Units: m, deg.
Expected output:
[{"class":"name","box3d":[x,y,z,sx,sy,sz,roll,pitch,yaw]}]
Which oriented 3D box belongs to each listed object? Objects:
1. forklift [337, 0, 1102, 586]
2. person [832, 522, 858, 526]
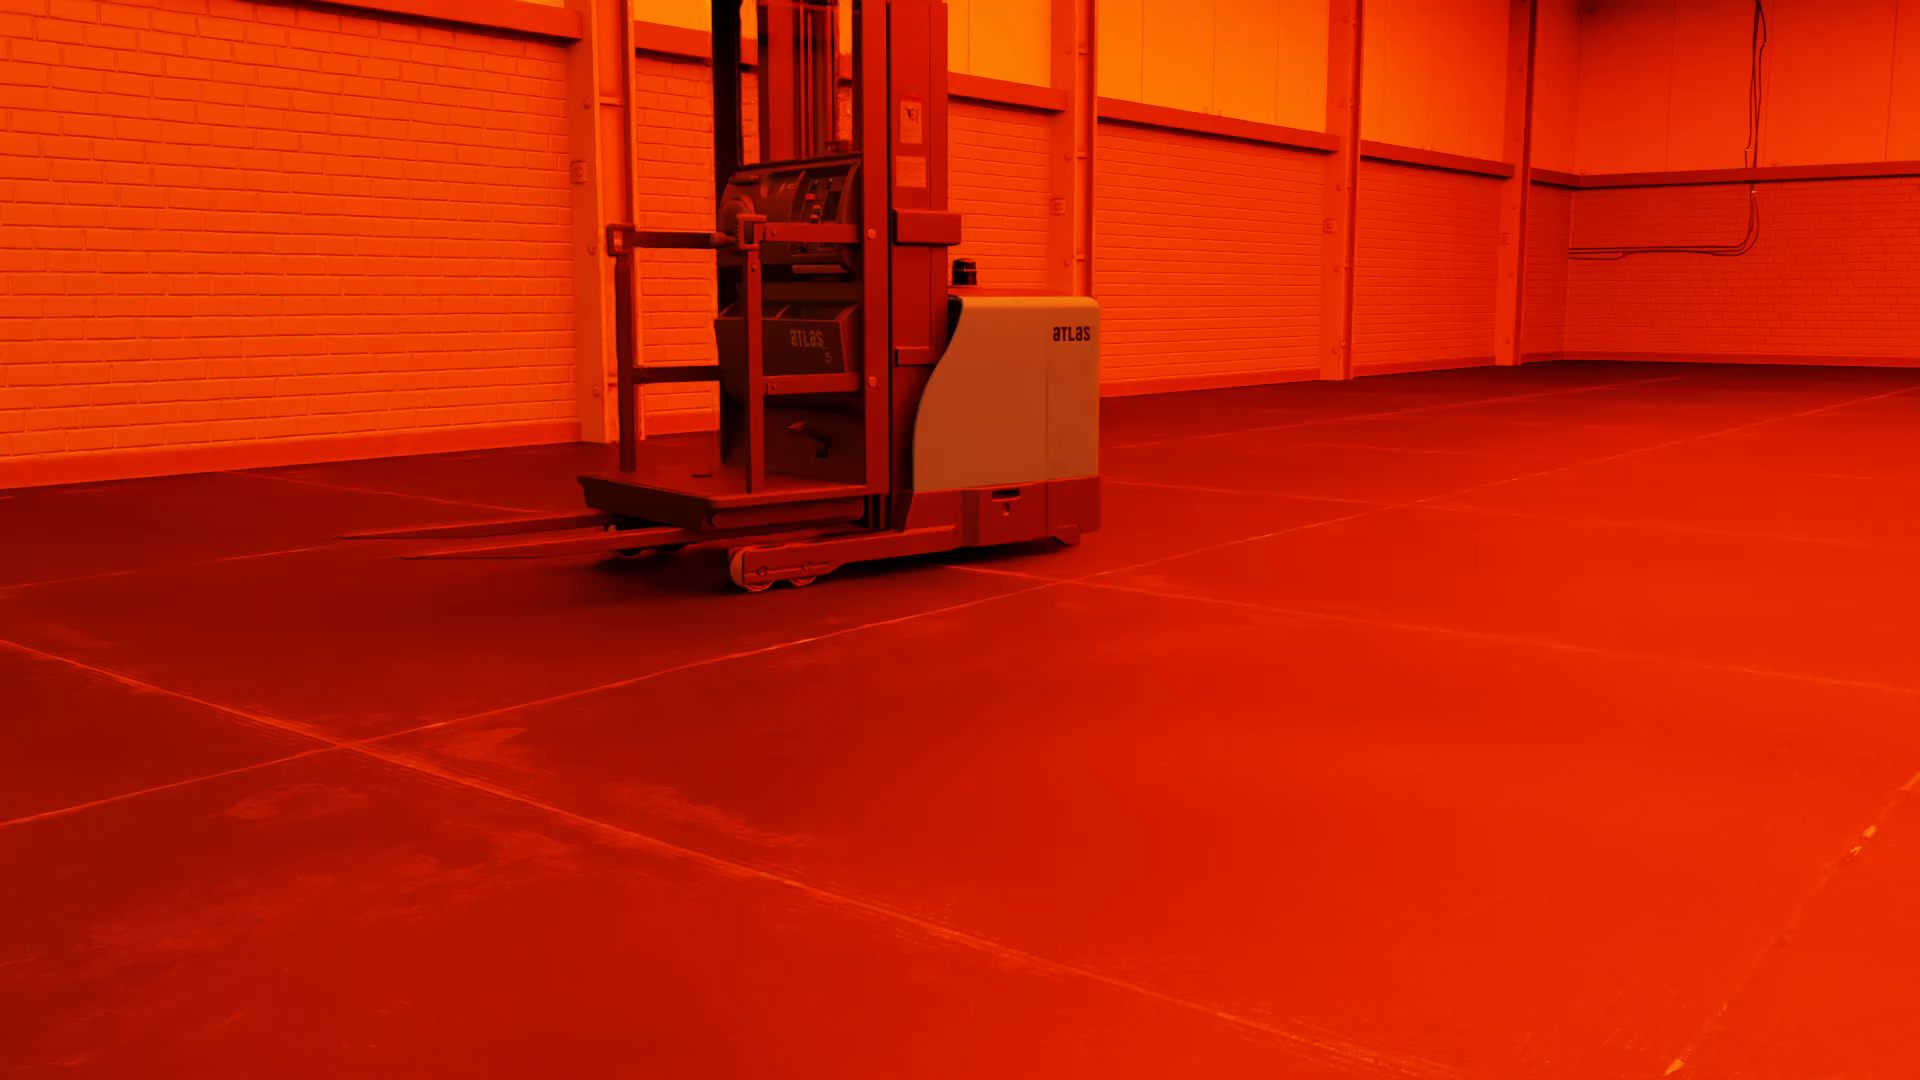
[{"class":"forklift","box3d":[-0.852,-1.345,6.477,3.031,2.935,1.130,-7,11,-38]},{"class":"person","box3d":[-0.588,-0.896,7.974,0.466,1.708,0.864,-6,10,-35]}]
